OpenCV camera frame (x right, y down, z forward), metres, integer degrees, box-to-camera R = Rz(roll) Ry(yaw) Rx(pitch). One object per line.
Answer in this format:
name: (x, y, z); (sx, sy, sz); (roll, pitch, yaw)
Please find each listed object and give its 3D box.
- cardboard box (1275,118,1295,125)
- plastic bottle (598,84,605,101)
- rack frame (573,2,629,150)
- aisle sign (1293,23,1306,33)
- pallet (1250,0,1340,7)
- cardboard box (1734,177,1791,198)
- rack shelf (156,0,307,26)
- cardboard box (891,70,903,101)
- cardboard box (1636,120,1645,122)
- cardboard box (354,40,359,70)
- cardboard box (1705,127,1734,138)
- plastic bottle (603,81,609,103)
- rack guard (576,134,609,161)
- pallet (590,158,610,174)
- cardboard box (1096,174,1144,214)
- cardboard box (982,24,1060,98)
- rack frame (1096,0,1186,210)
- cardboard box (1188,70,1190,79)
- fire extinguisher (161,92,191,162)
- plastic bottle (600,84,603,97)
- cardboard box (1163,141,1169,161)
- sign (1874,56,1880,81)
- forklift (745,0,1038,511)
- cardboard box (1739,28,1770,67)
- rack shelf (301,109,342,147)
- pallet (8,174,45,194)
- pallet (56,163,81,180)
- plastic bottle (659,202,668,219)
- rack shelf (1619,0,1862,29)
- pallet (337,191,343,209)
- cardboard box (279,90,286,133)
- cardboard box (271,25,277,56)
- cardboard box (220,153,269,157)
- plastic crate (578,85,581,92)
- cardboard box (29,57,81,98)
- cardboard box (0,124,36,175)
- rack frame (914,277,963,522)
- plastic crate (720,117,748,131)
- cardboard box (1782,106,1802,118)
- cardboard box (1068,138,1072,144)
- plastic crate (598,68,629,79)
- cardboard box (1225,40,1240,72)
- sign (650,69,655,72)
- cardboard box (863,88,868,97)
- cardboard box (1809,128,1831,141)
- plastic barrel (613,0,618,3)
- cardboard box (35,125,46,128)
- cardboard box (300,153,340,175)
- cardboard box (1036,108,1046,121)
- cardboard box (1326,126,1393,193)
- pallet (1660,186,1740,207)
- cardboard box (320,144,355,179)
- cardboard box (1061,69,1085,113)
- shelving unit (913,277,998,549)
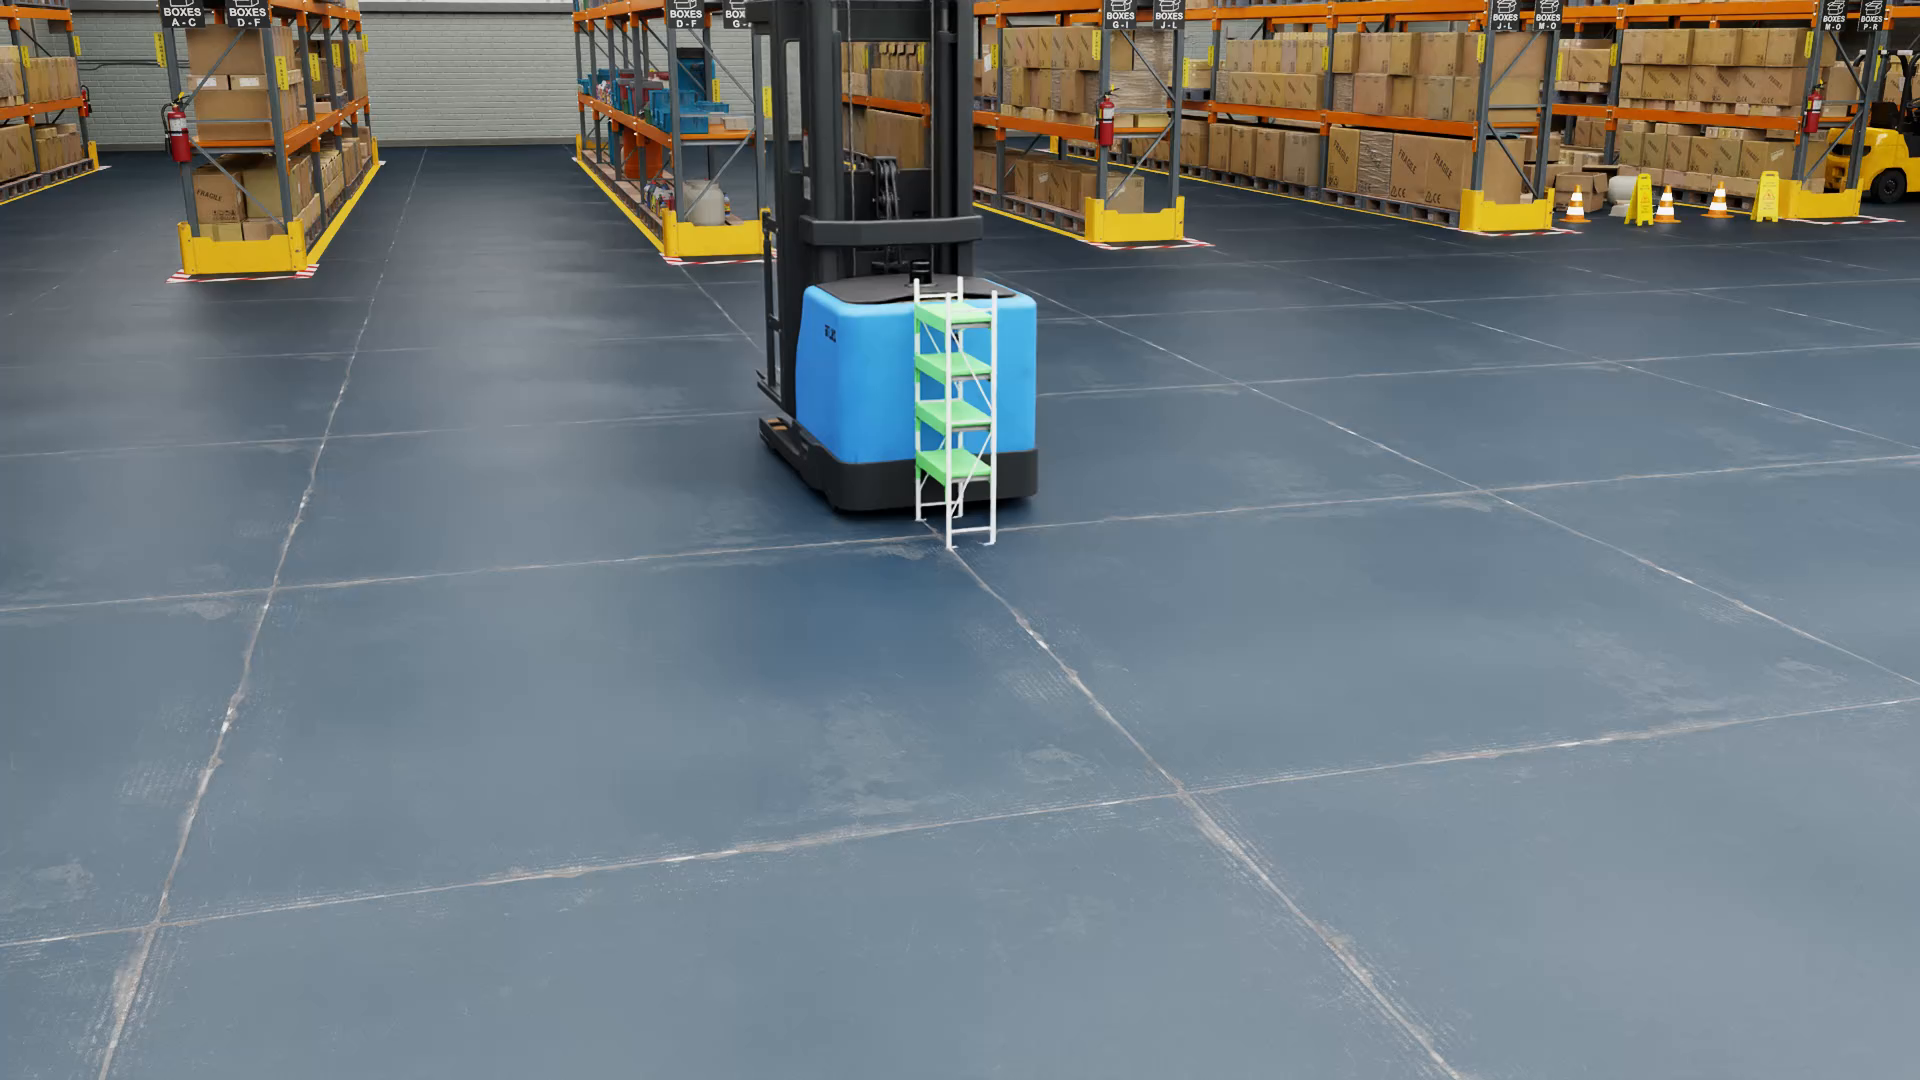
cardboard box: (7.518, -9.035, 36.540); (0.875, 0.438, 0.875); (-5, 18, -17)
plastic bottle: (-6.089, -7.635, 28.373); (0.152, 0.276, 0.135); (-5, 17, -15)
rack frame: (-7.050, -9.061, 32.902); (1.000, 3.000, 0.127); (-5, 17, -15)
aisle sign: (7.519, -11.525, 36.588); (0.394, 0.787, 0.004); (-5, 17, -15)
pallet: (5.246, -8.467, 26.039); (1.003, 0.211, 1.213); (-4, 17, -13)
cardboard box: (11.150, -4.903, 23.111); (0.500, 0.250, 0.500); (-5, 17, -16)
rack shelf: (-7.966, -5.890, 18.382); (1.077, 0.370, 4.000); (-5, 17, -15)
cardboard box: (-0.879, -7.827, 28.620); (0.500, 0.500, 0.500); (-4, 17, -14)
cardboard box: (13.494, -8.217, 32.579); (0.380, 0.149, 0.250); (-6, 18, -18)
cardboard box: (-10.856, -8.528, 29.216); (0.500, 0.500, 0.500); (-5, 17, -17)
cardboard box: (10.865, -5.804, 23.679); (0.380, 0.149, 0.250); (-4, 17, -13)
plastic bottle: (-5.778, -7.354, 27.305); (0.144, 0.351, 0.185); (-5, 17, -15)
rack guard: (-7.069, -7.869, 33.280); (1.175, 0.500, 0.348); (-5, 17, -15)
pallet: (-6.190, -6.819, 30.286); (1.003, 0.211, 1.213); (-5, 17, -15)
cardboard box: (1.954, -4.205, 20.350); (0.500, 0.500, 0.500); (-1, 17, -5)
cardboard box: (0.926, -6.852, 23.777); (1.000, 1.000, 1.000); (-5, 17, -15)
rack frame: (2.109, -5.027, 19.472); (1.000, 3.000, 0.127); (-5, 17, -15)
cardboard box: (4.059, -8.001, 28.564); (0.380, 0.149, 0.250); (-4, 17, -13)
fire extinguisher: (-7.831, -4.138, 16.648); (0.296, 0.674, 0.183); (-5, 17, -15)
plastic bottle: (-6.016, -7.518, 27.967); (0.061, 0.283, 0.133); (-5, 17, -15)
cardboard box: (3.975, -7.058, 29.849); (0.500, 0.500, 0.500); (-6, 18, -18)
sign: (12.159, -6.268, 22.098); (0.100, 0.325, 0.005); (-5, 17, -15)
forklift: (-0.543, -1.929, 9.280); (1.130, 2.935, 3.031); (-5, 18, -17)
cardboard box: (11.156, -6.744, 22.760); (0.700, 0.500, 0.500); (-5, 17, -15)
rack shelf: (-9.066, -5.559, 22.496); (1.077, 0.370, 4.000); (-5, 17, -15)
pallet: (-15.192, -5.628, 26.321); (1.003, 0.211, 1.213); (-5, 17, -15)
pallet: (-15.949, -6.390, 28.858); (1.003, 0.211, 1.213); (-5, 17, -15)
plastic bottle: (-3.579, -3.979, 20.083); (0.097, 0.201, 0.097); (0, 17, 0)
rack shelf: (11.088, -7.455, 23.594); (1.077, 0.370, 4.000); (-5, 17, -15)
pallet: (-9.426, -4.891, 23.867); (1.003, 0.211, 1.213); (-5, 17, -15)
cardboard box: (-7.812, -4.705, 18.228); (0.700, 0.500, 0.500); (-5, 17, -15)
cardboard box: (-7.836, -5.343, 18.096); (0.700, 0.500, 0.500); (-5, 17, -15)
cardboard box: (-8.690, -4.441, 20.269); (0.500, 0.500, 0.500); (-5, 17, -15)
plastic crate: (-7.290, -8.774, 32.300); (0.250, 0.136, 0.298); (-5, 17, -15)
cardboard box: (-16.426, -8.281, 29.784); (0.980, 0.700, 0.700); (-4, 17, -13)
cardboard box: (-15.173, -6.173, 26.295); (0.750, 0.750, 0.750); (-4, 17, -15)
rack frame: (-0.103, -0.676, 8.118); (0.240, 1.200, 0.015); (-5, 18, -18)
plastic crate: (-2.590, -4.782, 19.115); (0.298, 0.136, 0.250); (-5, 17, -15)
cardboard box: (11.329, -5.776, 22.404); (0.380, 0.149, 0.250); (-4, 17, -13)
cardboard box: (2.496, -8.416, 34.981); (0.380, 0.149, 0.250); (-5, 17, -15)
plastic crate: (-6.778, -9.028, 32.629); (0.616, 0.435, 0.499); (-5, 17, -15)
cardboard box: (4.821, -8.005, 27.477); (0.700, 0.500, 0.500); (-5, 17, -16)
sign: (-5.421, -8.130, 29.322); (0.100, 0.325, 0.005); (-5, 17, -15)
cardboard box: (-1.587, -8.284, 30.753); (0.380, 0.149, 0.250); (-5, 17, -15)
cardboard box: (14.950, -6.732, 28.549); (0.875, 0.625, 0.625); (-5, 17, -16)
plastic barrel: (-4.655, -8.065, 23.626); (0.600, 0.830, 0.708); (-5, 17, -15)
cardboard box: (-16.305, -7.216, 29.247); (0.380, 0.149, 0.250); (-5, 17, -15)
cardboard box: (-9.085, -5.341, 23.595); (0.500, 0.311, 0.500); (-5, 17, -16)
cardboard box: (1.205, -5.516, 21.536); (0.380, 0.149, 0.250); (-5, 17, -15)
cardboard box: (5.912, -5.501, 24.015); (0.875, 0.875, 0.875); (-4, 17, -14)
pallet: (11.096, -5.060, 24.430); (1.003, 0.211, 1.213); (-5, 17, -15)
cardboard box: (-9.748, -5.903, 25.969); (0.500, 0.500, 0.500); (-5, 17, -16)
cardboard box: (1.732, -5.500, 20.357); (0.875, 0.500, 0.500); (-5, 17, -15)
shelving unit: (-0.025, -0.610, 7.897); (0.258, 1.200, 0.503); (-5, 18, -18)
